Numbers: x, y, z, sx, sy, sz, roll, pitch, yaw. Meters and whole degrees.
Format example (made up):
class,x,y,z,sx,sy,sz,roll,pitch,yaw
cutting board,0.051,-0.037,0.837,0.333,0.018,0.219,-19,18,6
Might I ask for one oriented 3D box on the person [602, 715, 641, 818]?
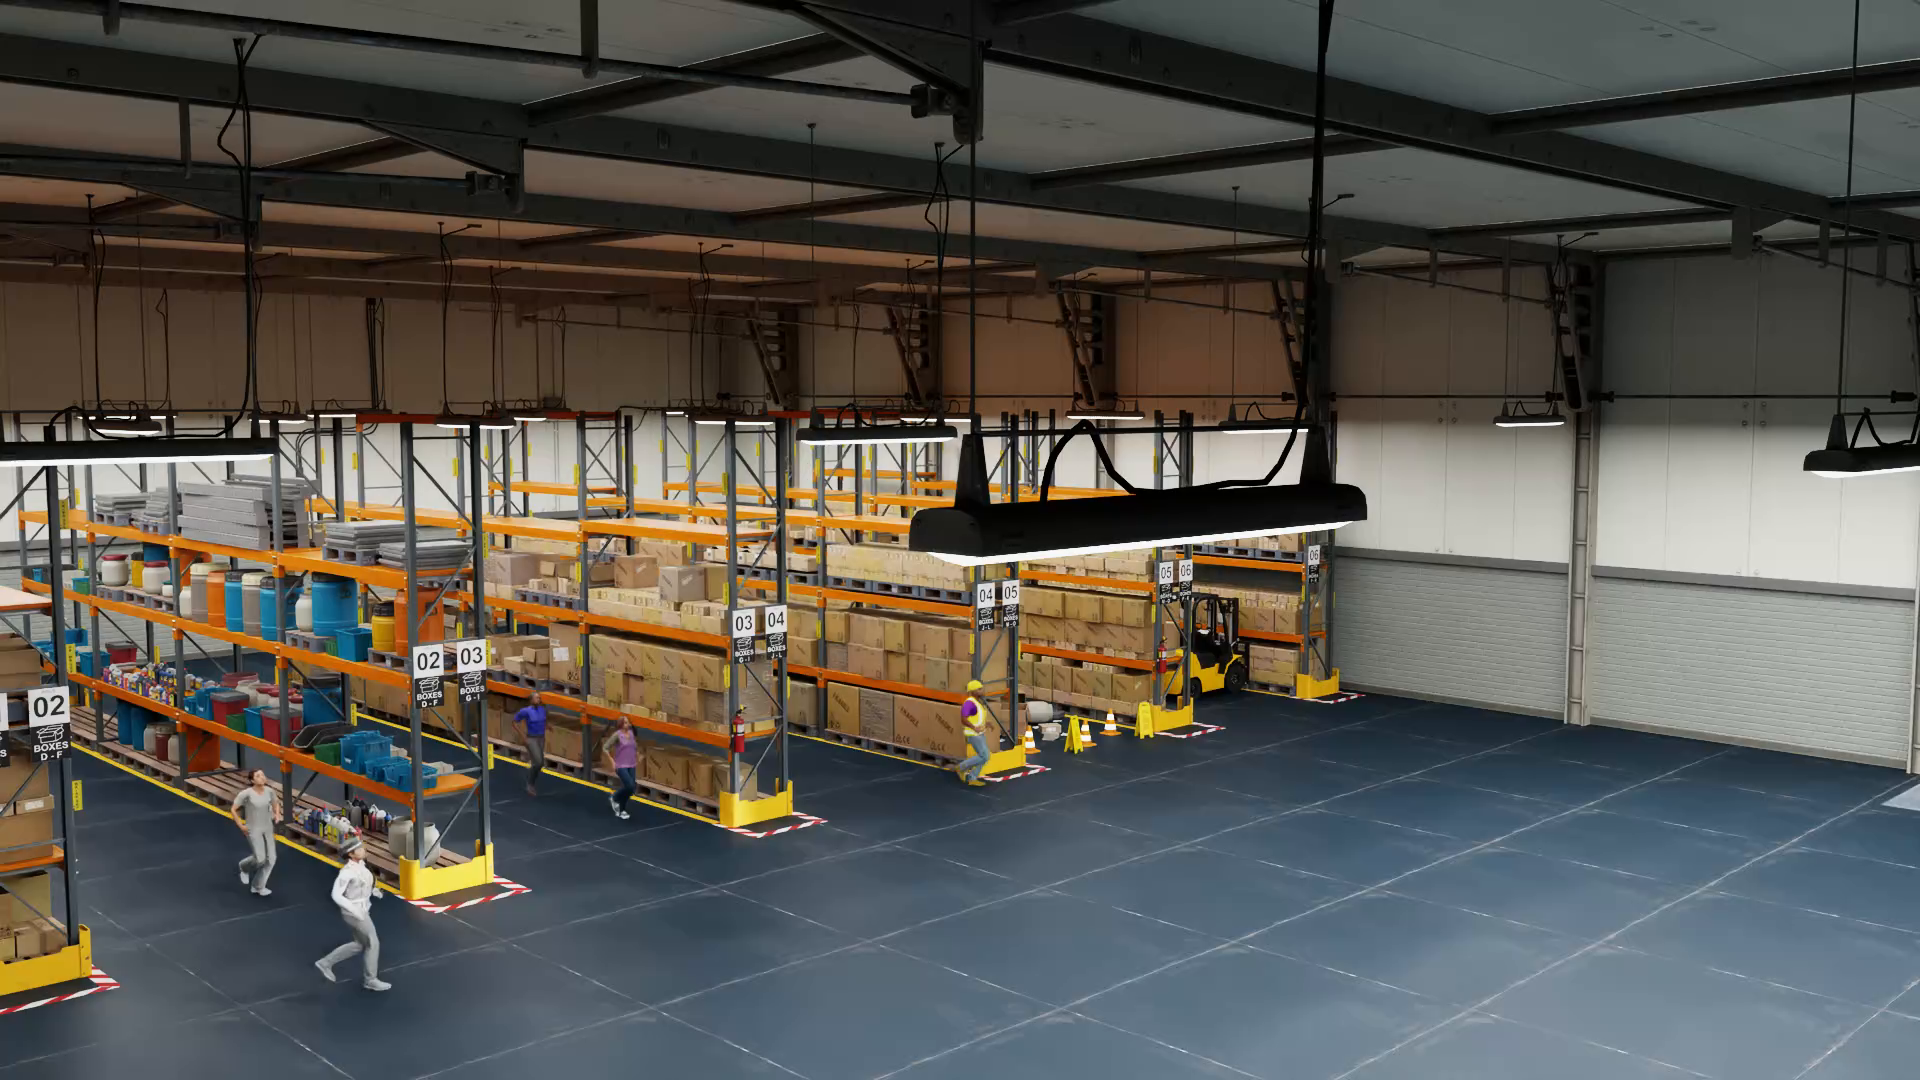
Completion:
class,x,y,z,sx,sy,sz,roll,pitch,yaw
person,-4.978,3.396,24.818,0.539,1.559,0.524,4,6,37

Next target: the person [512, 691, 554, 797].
class,x,y,z,sx,sy,sz,roll,pitch,yaw
person,-6.728,3.237,26.363,0.686,1.659,0.549,3,6,34

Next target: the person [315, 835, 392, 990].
class,x,y,z,sx,sy,sz,roll,pitch,yaw
person,-6.467,3.967,17.678,0.765,1.697,0.611,-1,5,-10

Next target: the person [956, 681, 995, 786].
class,x,y,z,sx,sy,sz,roll,pitch,yaw
person,0.235,3.131,26.946,0.576,1.721,0.682,1,5,14

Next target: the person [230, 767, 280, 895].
class,x,y,z,sx,sy,sz,roll,pitch,yaw
person,-8.877,3.692,21.082,0.490,1.624,0.611,4,6,37
